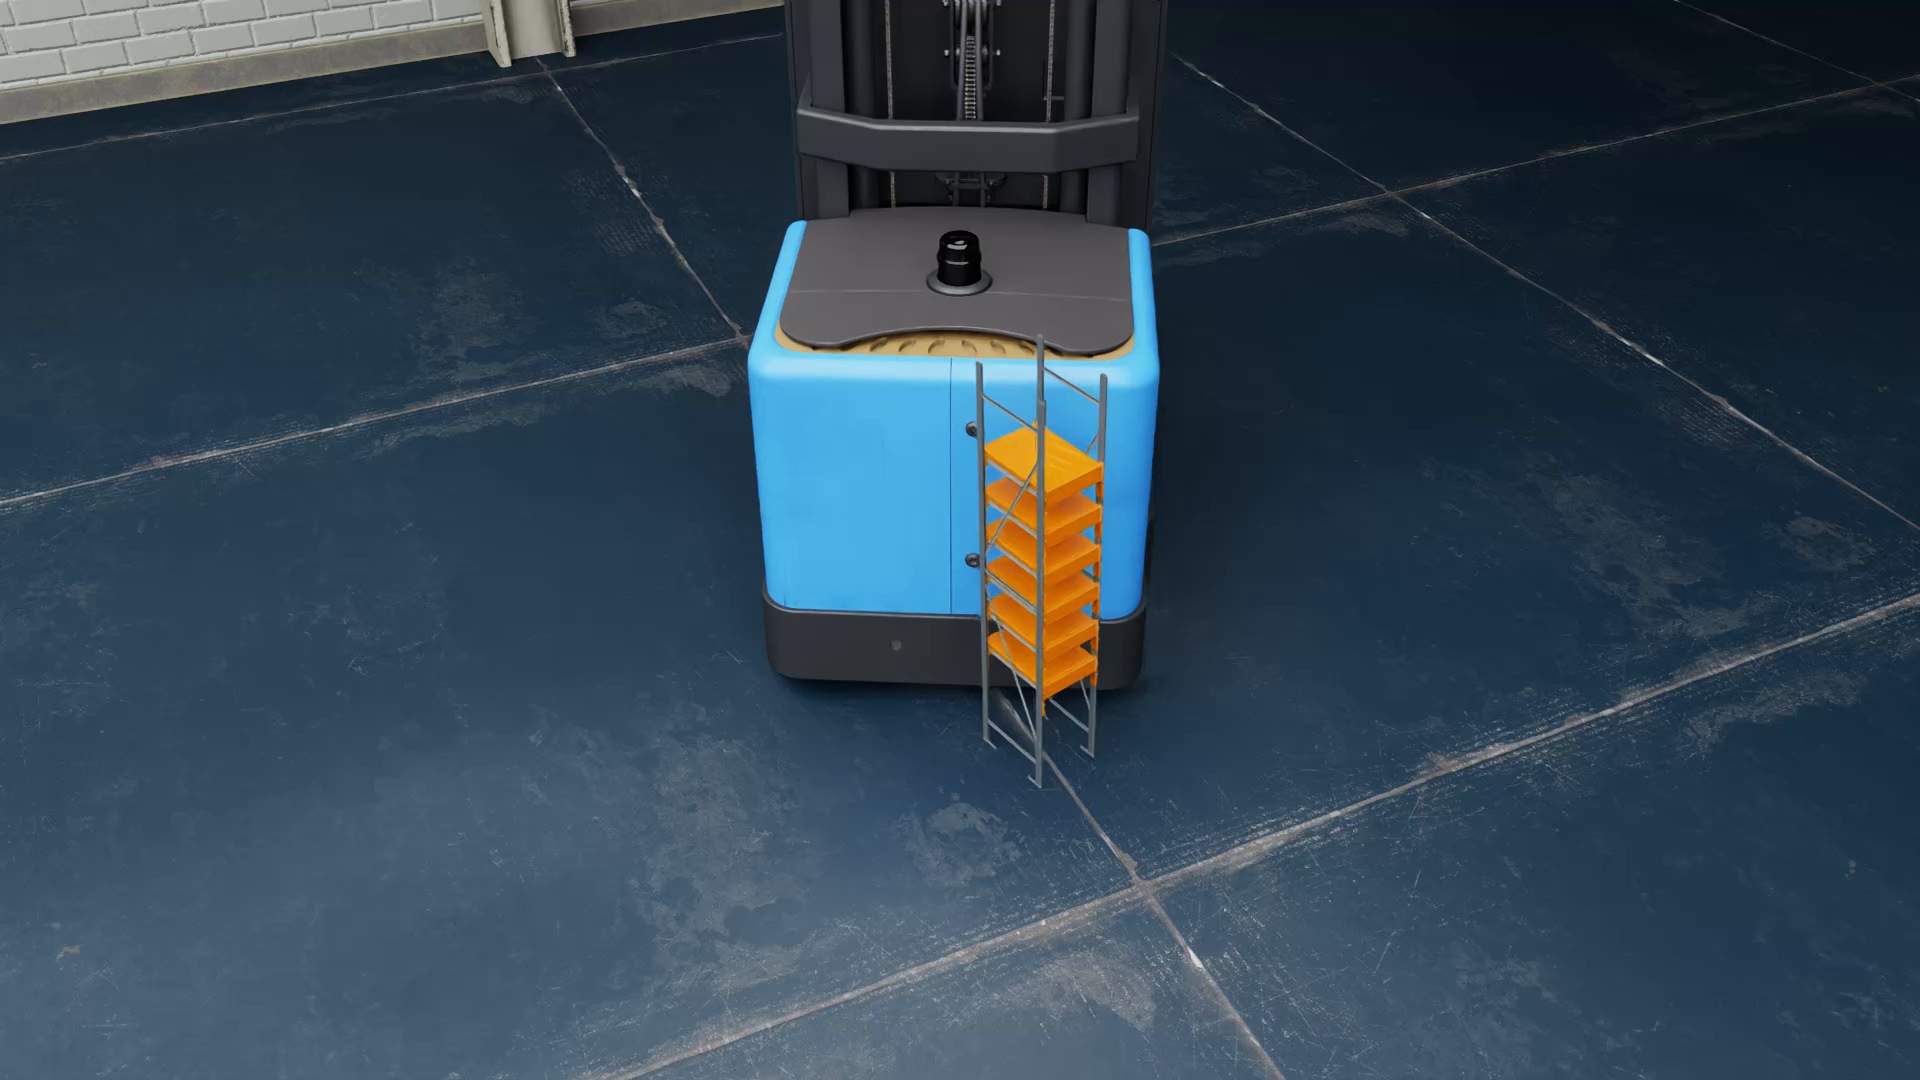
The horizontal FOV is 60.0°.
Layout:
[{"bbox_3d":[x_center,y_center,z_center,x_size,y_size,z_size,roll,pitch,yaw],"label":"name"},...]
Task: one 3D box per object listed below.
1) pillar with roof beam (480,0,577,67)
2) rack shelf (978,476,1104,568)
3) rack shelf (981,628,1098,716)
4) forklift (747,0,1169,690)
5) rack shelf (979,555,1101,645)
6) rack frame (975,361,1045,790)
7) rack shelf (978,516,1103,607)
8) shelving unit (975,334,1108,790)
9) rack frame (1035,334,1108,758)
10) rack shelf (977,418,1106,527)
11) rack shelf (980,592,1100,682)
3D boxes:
[{"bbox_3d":[-0.407,-3.845,2.880,0.400,9.000,9.100,-16,39,-20],"label":"pillar with roof beam"},{"bbox_3d":[0.193,-0.067,4.000,0.180,0.103,0.258,-26,44,-28],"label":"rack shelf"},{"bbox_3d":[0.204,0.313,4.293,0.180,0.103,0.258,-26,44,-28],"label":"rack shelf"},{"bbox_3d":[0.059,-1.621,4.975,1.130,2.935,3.031,2,37,2],"label":"forklift"},{"bbox_3d":[0.198,0.123,4.147,0.180,0.103,0.258,-26,44,-28],"label":"rack shelf"},{"bbox_3d":[0.125,0.124,4.076,0.006,1.200,0.240,-26,44,-28],"label":"rack frame"},{"bbox_3d":[0.196,0.028,4.073,0.180,0.103,0.258,-26,44,-28],"label":"rack shelf"},{"bbox_3d":[0.197,0.088,4.120,0.189,1.200,0.258,-26,44,-28],"label":"shelving unit"},{"bbox_3d":[0.270,0.052,4.163,0.006,1.200,0.240,-26,44,-28],"label":"rack frame"},{"bbox_3d":[0.190,-0.162,3.927,0.180,0.103,0.258,-26,44,-28],"label":"rack shelf"},{"bbox_3d":[0.201,0.218,4.220,0.180,0.103,0.258,-26,44,-28],"label":"rack shelf"}]
